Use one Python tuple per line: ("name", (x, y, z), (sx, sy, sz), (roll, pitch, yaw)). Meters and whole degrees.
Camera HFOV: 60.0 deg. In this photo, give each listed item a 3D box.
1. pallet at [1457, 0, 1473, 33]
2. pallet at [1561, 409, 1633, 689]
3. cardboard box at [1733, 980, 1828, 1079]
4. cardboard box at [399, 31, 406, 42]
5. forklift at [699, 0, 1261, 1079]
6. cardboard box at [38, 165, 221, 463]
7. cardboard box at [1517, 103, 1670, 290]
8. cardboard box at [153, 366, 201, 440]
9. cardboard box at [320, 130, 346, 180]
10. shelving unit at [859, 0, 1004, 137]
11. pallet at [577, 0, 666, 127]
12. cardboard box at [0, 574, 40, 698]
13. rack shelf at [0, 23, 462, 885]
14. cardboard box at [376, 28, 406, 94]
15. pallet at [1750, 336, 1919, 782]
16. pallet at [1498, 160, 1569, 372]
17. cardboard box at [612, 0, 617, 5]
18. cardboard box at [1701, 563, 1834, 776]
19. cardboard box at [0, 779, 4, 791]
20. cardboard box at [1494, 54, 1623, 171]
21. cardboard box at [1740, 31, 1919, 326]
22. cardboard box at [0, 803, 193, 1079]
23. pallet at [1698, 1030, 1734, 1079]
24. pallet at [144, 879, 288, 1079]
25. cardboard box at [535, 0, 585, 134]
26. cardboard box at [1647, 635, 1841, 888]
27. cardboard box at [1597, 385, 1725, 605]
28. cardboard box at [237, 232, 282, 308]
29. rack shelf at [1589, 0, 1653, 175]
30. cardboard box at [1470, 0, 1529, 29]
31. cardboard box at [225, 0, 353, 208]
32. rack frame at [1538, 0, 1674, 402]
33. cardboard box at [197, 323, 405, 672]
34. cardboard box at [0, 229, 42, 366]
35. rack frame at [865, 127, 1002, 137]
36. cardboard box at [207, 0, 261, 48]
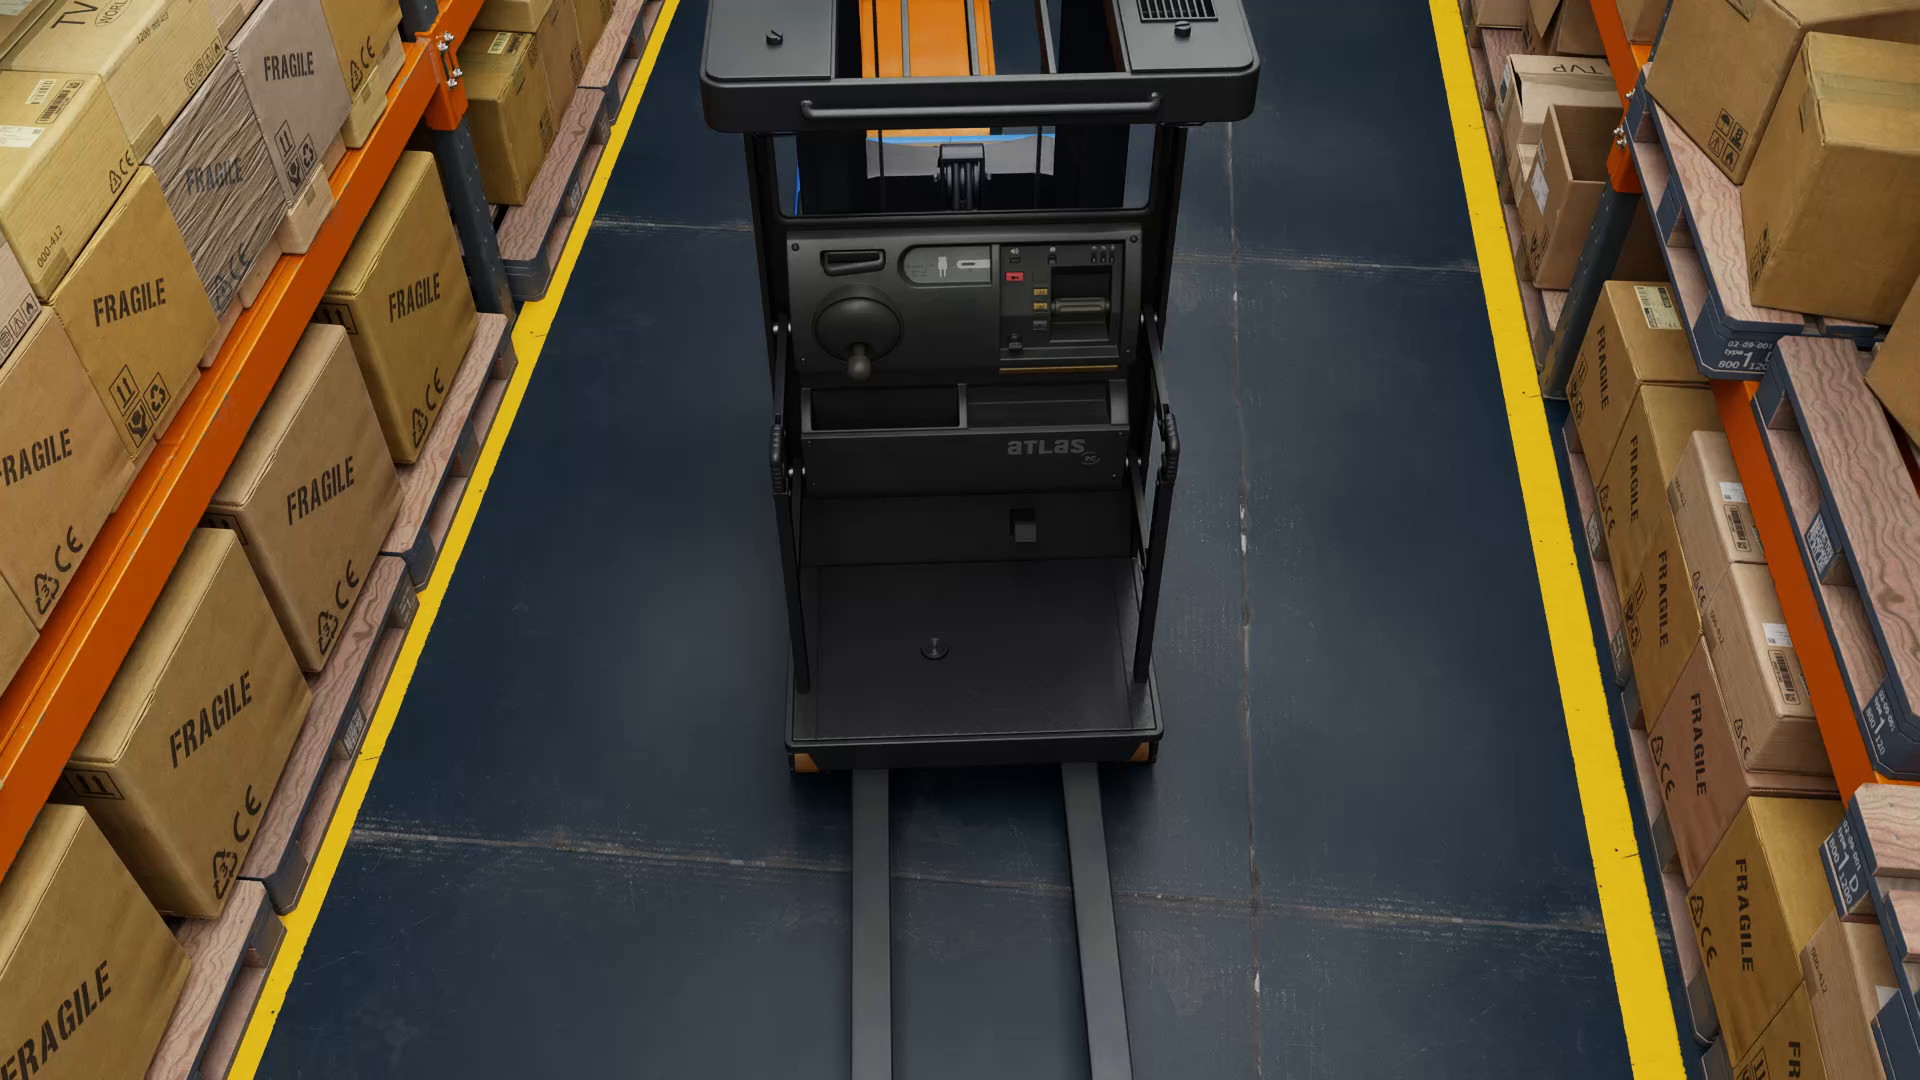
("pallet", (2.972, -2.904, 8.263), (1.003, 0.211, 1.213), (4, 48, 4))
("pallet", (2.649, -0.006, 5.612), (1.003, 0.211, 1.213), (4, 48, 4))
("cardboard box", (2.173, 1.384, 3.847), (0.500, 0.500, 0.500), (6, 48, 5))
("cardboard box", (-2.289, -1.844, 6.374), (0.380, 0.149, 0.250), (4, 48, 3))
("forklift", (0.025, -0.527, 4.246), (1.130, 2.935, 3.031), (-2, 48, -2))
("cardboard box", (-2.170, -0.551, 3.938), (0.500, 0.500, 0.500), (5, 48, 5))
("cardboard box", (2.455, -1.290, 6.293), (0.500, 0.500, 0.500), (4, 48, 4))
("cardboard box", (-2.192, -0.407, 4.246), (0.380, 0.149, 0.250), (5, 48, 5))
("cardboard box", (-2.065, -1.158, 4.933), (0.380, 0.149, 0.250), (5, 48, 5))
("shelving unit", (-0.126, -1.446, 6.310), (0.538, 1.125, 1.048), (-2, 48, -1))
("pallet", (-1.992, -2.389, 7.792), (1.003, 0.211, 1.213), (4, 48, 4))
("cardboard box", (-2.256, 0.197, 3.254), (0.500, 0.500, 0.500), (5, 48, 5))
("rack shelf", (-2.430, -0.165, 4.356), (1.077, 0.370, 4.000), (4, 48, 4))
("cardboard box", (-1.997, -1.532, 5.275), (0.380, 0.149, 0.250), (4, 48, 4))
("pallet", (2.494, 0.028, 3.822), (1.003, 0.211, 1.213), (4, 48, 4))
("pallet", (2.749, -1.111, 6.623), (1.003, 0.211, 1.213), (4, 48, 4))
("cardboard box", (-1.938, -2.857, 7.739), (0.700, 0.500, 0.500), (2, 48, 2))
("cardboard box", (2.263, 0.337, 4.296), (0.500, 0.250, 0.500), (3, 48, 3))
("cardboard box", (-2.212, 0.539, 3.381), (0.380, 0.149, 0.250), (5, 48, 5))
("cardboard box", (2.523, -1.777, 6.867), (0.500, 0.311, 0.500), (4, 48, 4))
("cardboard box", (2.420, -0.880, 4.170), (0.700, 0.500, 0.500), (11, 48, 10))
("cardboard box", (-2.415, 1.114, 3.871), (0.750, 0.750, 0.750), (3, 48, 3))
("pallet", (2.427, 1.787, 3.972), (1.003, 0.211, 1.213), (4, 48, 4))
("pallet", (-2.465, 1.429, 4.300), (1.003, 0.211, 1.213), (4, 48, 4))
("cardboard box", (-2.028, -2.087, 7.036), (0.700, 0.500, 0.500), (3, 48, 3))
("cardboard box", (2.262, 0.618, 4.548), (0.500, 0.500, 0.500), (2, 48, 2))
("cardboard box", (2.361, -0.120, 5.223), (0.500, 0.500, 0.500), (4, 48, 4))
("cardboard box", (-2.119, -0.784, 4.591), (0.380, 0.149, 0.250), (4, 48, 4))
("rack shelf", (2.868, -2.774, 6.742), (1.077, 0.370, 4.000), (4, 48, 4))
("cardboard box", (2.627, -2.592, 7.653), (0.500, 0.250, 0.500), (4, 48, 4))
("cardboard box", (-2.075, -1.287, 4.611), (0.500, 0.500, 0.500), (4, 48, 4))
("rack frame", (2.686, -1.547, 5.132), (1.000, 3.000, 0.127), (4, 48, 4))
("cardboard box", (-2.256, -0.154, 5.030), (0.750, 0.750, 0.750), (5, 48, 5))
("cardboard box", (-2.224, -0.411, 3.302), (0.500, 0.250, 0.500), (4, 48, 4))
("rack frame", (-0.107, -1.071, 5.967), (0.500, 1.125, 0.032), (-2, 48, -1))
("cardboard box", (-2.092, -1.536, 4.331), (0.500, 0.250, 0.500), (5, 48, 4))
